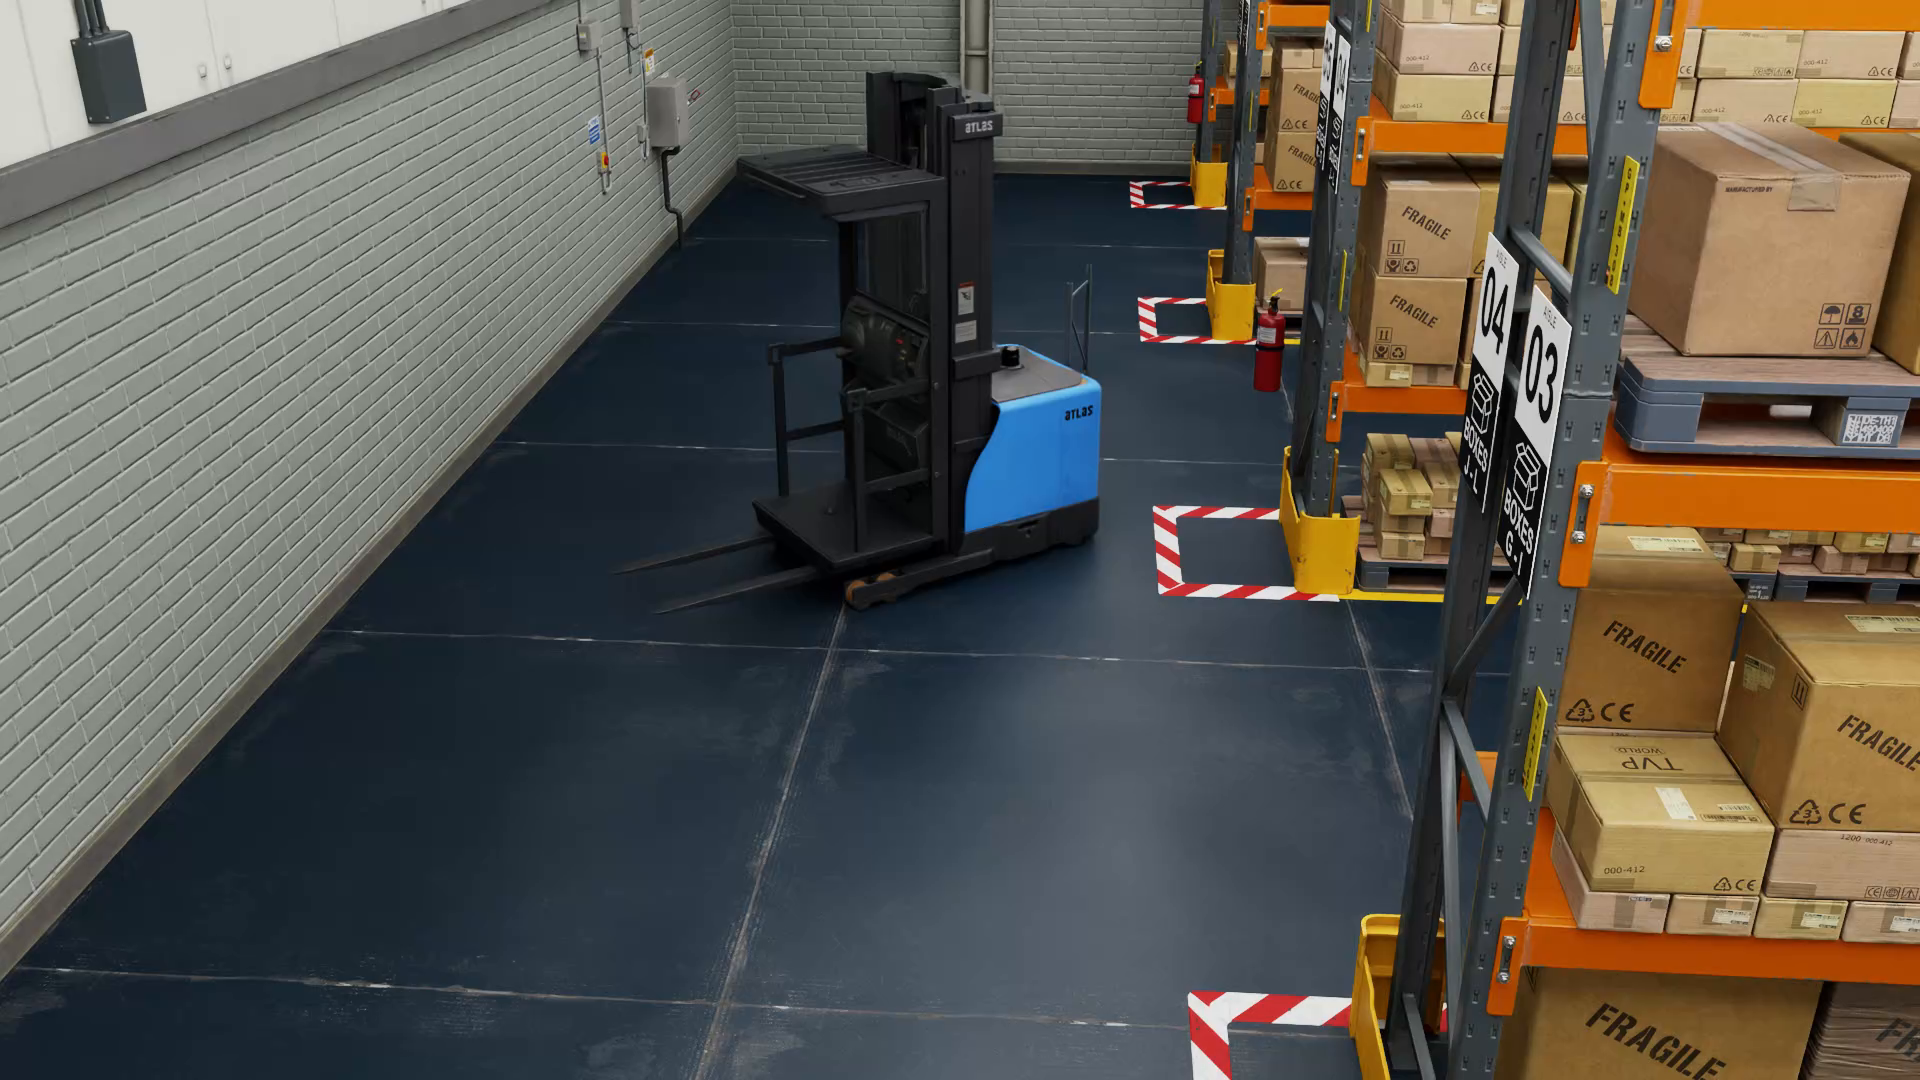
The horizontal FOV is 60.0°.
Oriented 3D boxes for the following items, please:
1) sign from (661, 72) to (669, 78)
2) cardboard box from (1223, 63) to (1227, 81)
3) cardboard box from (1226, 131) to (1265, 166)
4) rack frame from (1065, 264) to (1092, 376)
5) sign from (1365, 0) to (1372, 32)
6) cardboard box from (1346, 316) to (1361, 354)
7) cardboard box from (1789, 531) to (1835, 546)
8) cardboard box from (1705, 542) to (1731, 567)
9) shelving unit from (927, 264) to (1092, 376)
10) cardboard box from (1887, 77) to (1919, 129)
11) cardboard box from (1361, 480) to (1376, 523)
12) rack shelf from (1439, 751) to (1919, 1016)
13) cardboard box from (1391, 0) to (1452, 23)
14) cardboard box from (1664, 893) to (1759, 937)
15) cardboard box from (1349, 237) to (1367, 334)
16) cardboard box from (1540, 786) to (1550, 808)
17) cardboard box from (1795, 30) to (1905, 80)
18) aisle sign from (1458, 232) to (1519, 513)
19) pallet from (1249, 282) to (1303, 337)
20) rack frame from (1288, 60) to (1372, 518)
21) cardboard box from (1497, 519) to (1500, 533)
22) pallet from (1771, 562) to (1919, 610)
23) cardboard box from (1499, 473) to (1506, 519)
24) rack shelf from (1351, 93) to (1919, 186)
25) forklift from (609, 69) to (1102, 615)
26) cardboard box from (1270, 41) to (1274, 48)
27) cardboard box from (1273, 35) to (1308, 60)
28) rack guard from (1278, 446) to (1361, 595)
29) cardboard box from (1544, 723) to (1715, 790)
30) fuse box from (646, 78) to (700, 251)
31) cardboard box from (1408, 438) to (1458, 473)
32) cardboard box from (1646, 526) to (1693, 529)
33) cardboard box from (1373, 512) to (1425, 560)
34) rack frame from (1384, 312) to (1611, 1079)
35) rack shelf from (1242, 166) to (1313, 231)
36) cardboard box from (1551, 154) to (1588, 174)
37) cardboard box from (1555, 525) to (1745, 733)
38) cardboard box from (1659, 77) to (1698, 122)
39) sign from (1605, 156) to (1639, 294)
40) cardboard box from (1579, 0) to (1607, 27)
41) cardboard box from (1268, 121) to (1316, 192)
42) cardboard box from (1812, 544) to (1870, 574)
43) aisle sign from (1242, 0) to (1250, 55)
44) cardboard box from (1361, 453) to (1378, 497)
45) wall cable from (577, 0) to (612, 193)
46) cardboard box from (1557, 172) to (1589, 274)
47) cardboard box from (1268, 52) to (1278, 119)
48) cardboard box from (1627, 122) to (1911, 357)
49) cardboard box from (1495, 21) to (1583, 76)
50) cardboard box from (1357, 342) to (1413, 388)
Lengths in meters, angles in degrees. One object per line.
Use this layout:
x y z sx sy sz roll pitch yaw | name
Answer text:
-3.035 -4.558 17.181 0.001 0.494 0.329 2 25 4 | sign
3.178 -5.403 19.204 0.250 0.149 0.380 2 25 3 | cardboard box
3.430 -4.414 19.238 0.637 0.503 0.797 1 25 2 | cardboard box
0.790 -1.075 11.291 0.032 1.500 0.500 9 26 18 | rack frame
2.131 -2.814 8.644 0.005 0.325 0.100 2 25 4 | sign
2.519 -1.274 10.231 0.250 0.149 0.380 2 25 4 | cardboard box
5.041 -0.115 9.963 0.250 0.149 0.380 2 25 4 | cardboard box
4.457 0.012 10.045 0.250 0.149 0.380 2 25 5 | cardboard box
0.313 -1.147 11.448 1.048 1.500 0.538 9 26 18 | shelving unit
5.154 -2.371 8.906 0.500 0.250 0.500 2 25 4 | cardboard box
2.713 -0.247 10.605 0.250 0.149 0.380 2 25 5 | cardboard box
3.686 1.174 5.471 4.000 0.370 1.077 2 25 4 | rack shelf
2.478 -2.878 8.933 0.250 0.149 0.380 2 25 4 | cardboard box
2.277 1.054 5.172 0.250 0.149 0.380 1 25 3 | cardboard box
2.640 -1.554 10.064 0.500 0.500 0.500 2 25 5 | cardboard box
2.072 0.772 5.785 0.250 0.149 0.380 2 25 5 | cardboard box
4.643 -2.619 8.847 0.500 0.250 0.500 3 25 6 | cardboard box
1.643 -0.525 5.193 0.004 0.787 0.394 2 25 4 | aisle sign
3.254 -2.087 15.034 1.213 0.211 1.003 2 25 4 | pallet
2.173 -1.281 9.945 0.127 3.000 1.000 2 25 4 | rack frame
3.195 -0.185 10.115 0.250 0.149 0.380 2 25 5 | cardboard box
5.489 0.107 10.264 1.213 0.211 1.003 2 25 4 | pallet
3.195 -0.268 9.941 0.250 0.149 0.380 2 25 4 | cardboard box
4.167 -2.253 9.329 4.000 0.370 1.077 2 25 4 | rack shelf
-0.623 -1.173 9.792 3.031 2.935 1.130 -15 29 -29 | forklift
3.820 -5.562 19.073 0.500 0.250 0.500 2 25 4 | cardboard box
2.824 -4.213 14.227 0.250 0.149 0.380 2 25 5 | cardboard box
2.248 -0.143 10.462 0.348 0.500 1.175 2 25 4 | rack guard
2.196 0.621 5.635 0.500 0.250 0.500 1 25 3 | cardboard box
-2.867 -3.803 16.969 0.414 1.711 0.539 2 25 4 | fuse box
2.966 -0.503 10.452 0.250 0.149 0.380 2 25 5 | cardboard box
4.257 -0.158 10.057 0.250 0.149 0.380 3 25 6 | cardboard box
2.671 -0.026 10.127 0.250 0.149 0.380 2 25 5 | cardboard box
1.692 0.783 5.459 0.127 3.000 1.000 2 25 4 | rack frame
4.445 -2.956 14.447 4.000 0.370 1.077 2 25 4 | rack shelf
3.672 -1.975 9.783 0.500 0.500 0.500 3 25 7 | cardboard box
2.198 0.282 5.476 0.500 0.500 0.500 2 25 5 | cardboard box
3.640 -2.425 9.022 0.500 0.250 0.500 1 25 2 | cardboard box
1.644 -0.781 4.131 0.005 0.325 0.100 2 25 4 | sign
3.238 -2.815 8.796 0.250 0.149 0.380 2 25 5 | cardboard box
2.907 -3.258 14.121 0.500 0.500 0.500 2 25 4 | cardboard box
5.223 0.056 9.947 0.250 0.149 0.380 1 25 2 | cardboard box
2.357 -4.410 13.635 0.004 0.787 0.394 2 25 4 | aisle sign
2.721 -0.414 10.613 0.250 0.149 0.380 1 25 3 | cardboard box
-3.173 -3.994 14.588 0.123 1.953 0.585 2 25 4 | wall cable
3.621 -1.751 9.296 0.500 0.500 0.500 1 25 3 | cardboard box
2.950 -3.931 14.388 0.500 0.500 0.500 3 25 6 | cardboard box
2.215 -0.867 4.715 0.500 0.500 0.700 0 25 1 | cardboard box
3.111 -2.664 8.944 0.500 0.250 0.500 2 25 3 | cardboard box
2.471 -1.020 9.678 0.250 0.149 0.380 2 25 4 | cardboard box
